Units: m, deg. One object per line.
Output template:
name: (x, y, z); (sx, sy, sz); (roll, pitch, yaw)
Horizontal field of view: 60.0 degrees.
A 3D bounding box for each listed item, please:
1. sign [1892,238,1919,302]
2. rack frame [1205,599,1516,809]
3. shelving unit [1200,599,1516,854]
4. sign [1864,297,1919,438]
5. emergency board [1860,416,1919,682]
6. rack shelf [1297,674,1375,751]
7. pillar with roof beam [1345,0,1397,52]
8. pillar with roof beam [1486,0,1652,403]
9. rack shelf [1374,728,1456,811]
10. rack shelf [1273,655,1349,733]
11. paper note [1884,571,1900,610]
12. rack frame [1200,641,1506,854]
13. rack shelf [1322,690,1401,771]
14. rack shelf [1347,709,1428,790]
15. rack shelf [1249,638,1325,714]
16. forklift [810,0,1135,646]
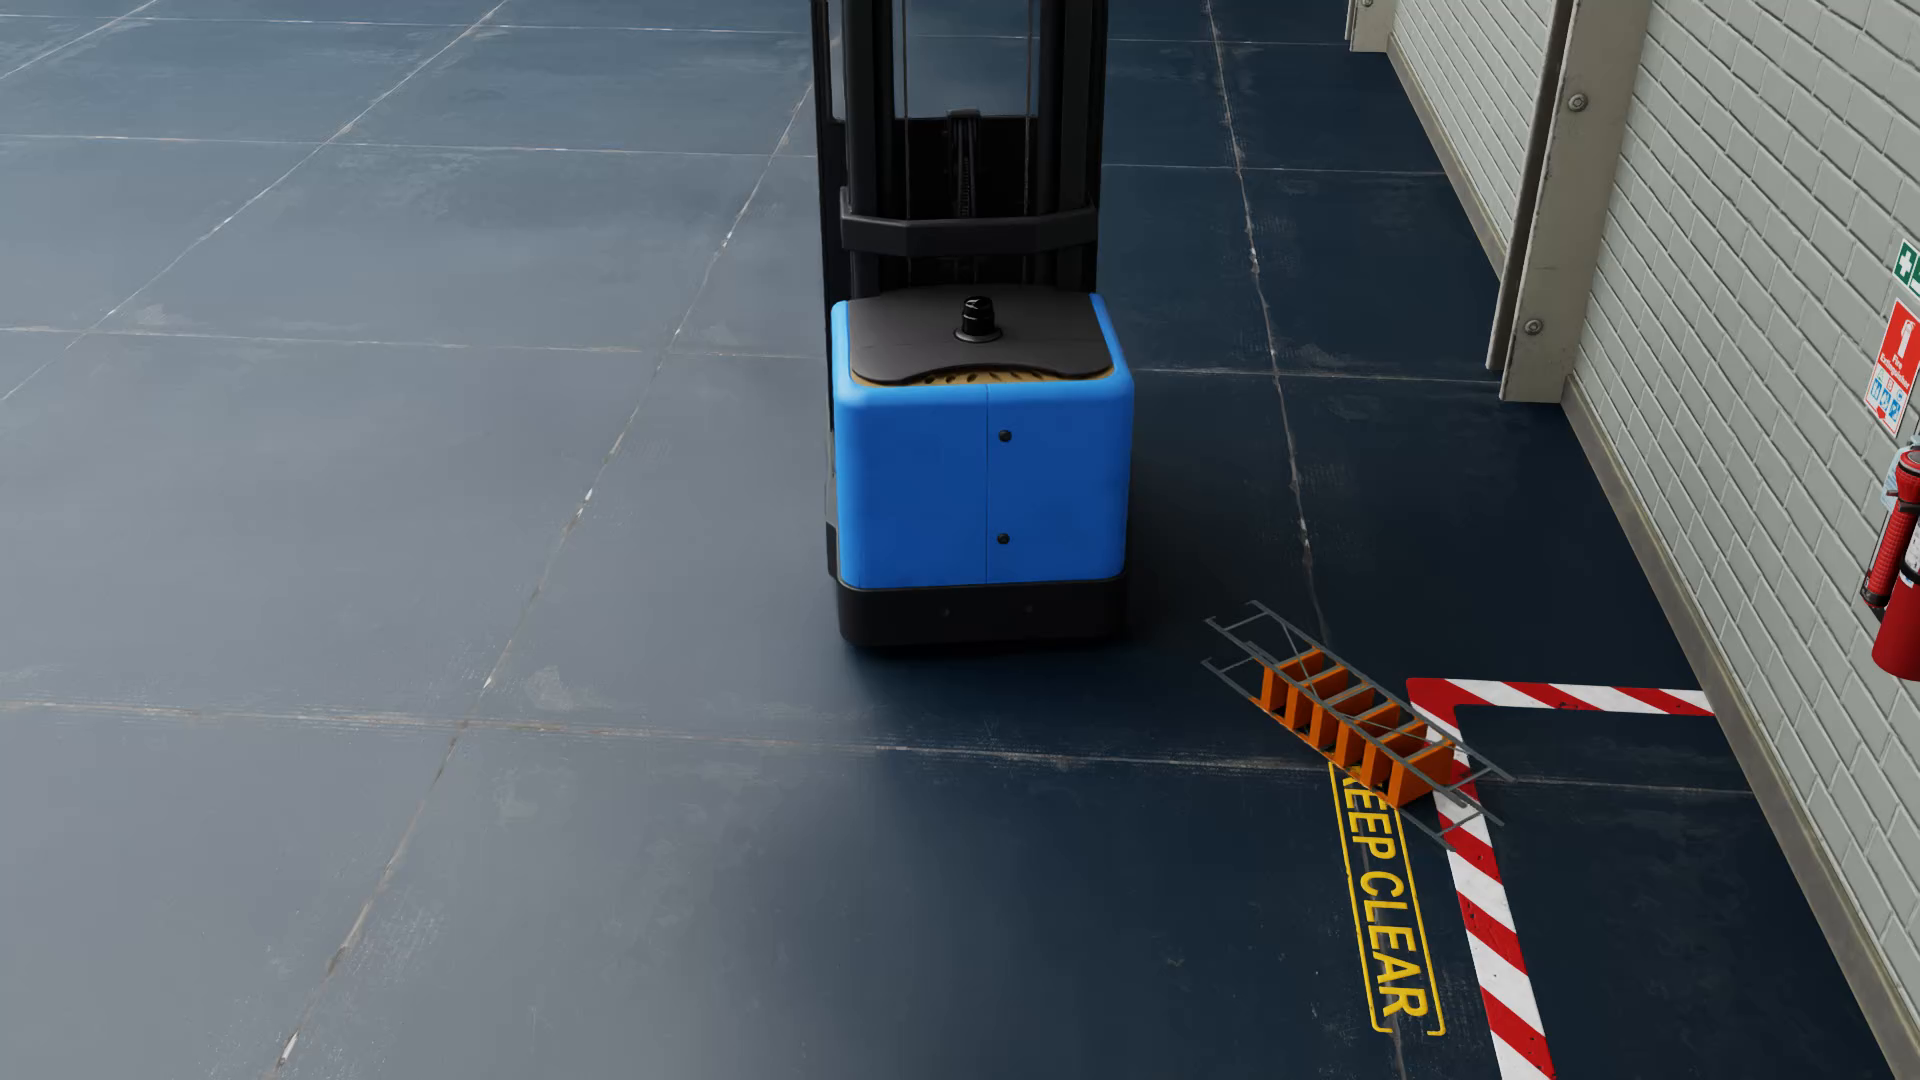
sign: (2.601, -0.705, 4.496); (0.001, 0.109, 0.331); (2, 32, 4)
rack frame: (1.302, 0.518, 5.549); (0.240, 0.006, 1.200); (-19, 37, -28)
shelving unit: (1.301, 0.595, 5.597); (0.258, 0.189, 1.200); (-19, 37, -28)
sign: (2.610, -0.481, 4.638); (0.001, 0.329, 0.234); (2, 32, 4)
emergency board: (2.463, -0.182, 4.186); (0.194, 1.169, 0.643); (2, 32, 4)
rack shelf: (1.277, 0.576, 5.629); (0.258, 0.180, 0.103); (-19, 37, -28)
pillar with roof beam: (-1.090, -7.904, 10.998); (9.100, 9.000, 0.400); (2, 32, 4)
pillar with roof beam: (-1.579, -4.766, 5.907); (9.100, 9.000, 0.400); (2, 32, 4)
rack shelf: (1.475, 0.735, 5.374); (0.258, 0.180, 0.103); (-19, 37, -28)
rack shelf: (1.210, 0.522, 5.714); (0.258, 0.180, 0.103); (-19, 37, -28)
paper note: (2.546, 0.104, 4.562); (0.016, 0.148, 0.142); (2, 32, 4)
rack frame: (1.301, 0.673, 5.646); (0.240, 0.006, 1.200); (-19, 37, -28)
rack shelf: (1.343, 0.629, 5.544); (0.258, 0.180, 0.103); (-19, 37, -28)
rack shelf: (1.409, 0.682, 5.459); (0.258, 0.180, 0.103); (-19, 37, -28)
rack shelf: (1.144, 0.469, 5.798); (0.258, 0.180, 0.103); (-19, 37, -28)
forklift: (-0.021, -1.612, 6.571); (1.130, 2.935, 3.031); (-2, 32, -4)
